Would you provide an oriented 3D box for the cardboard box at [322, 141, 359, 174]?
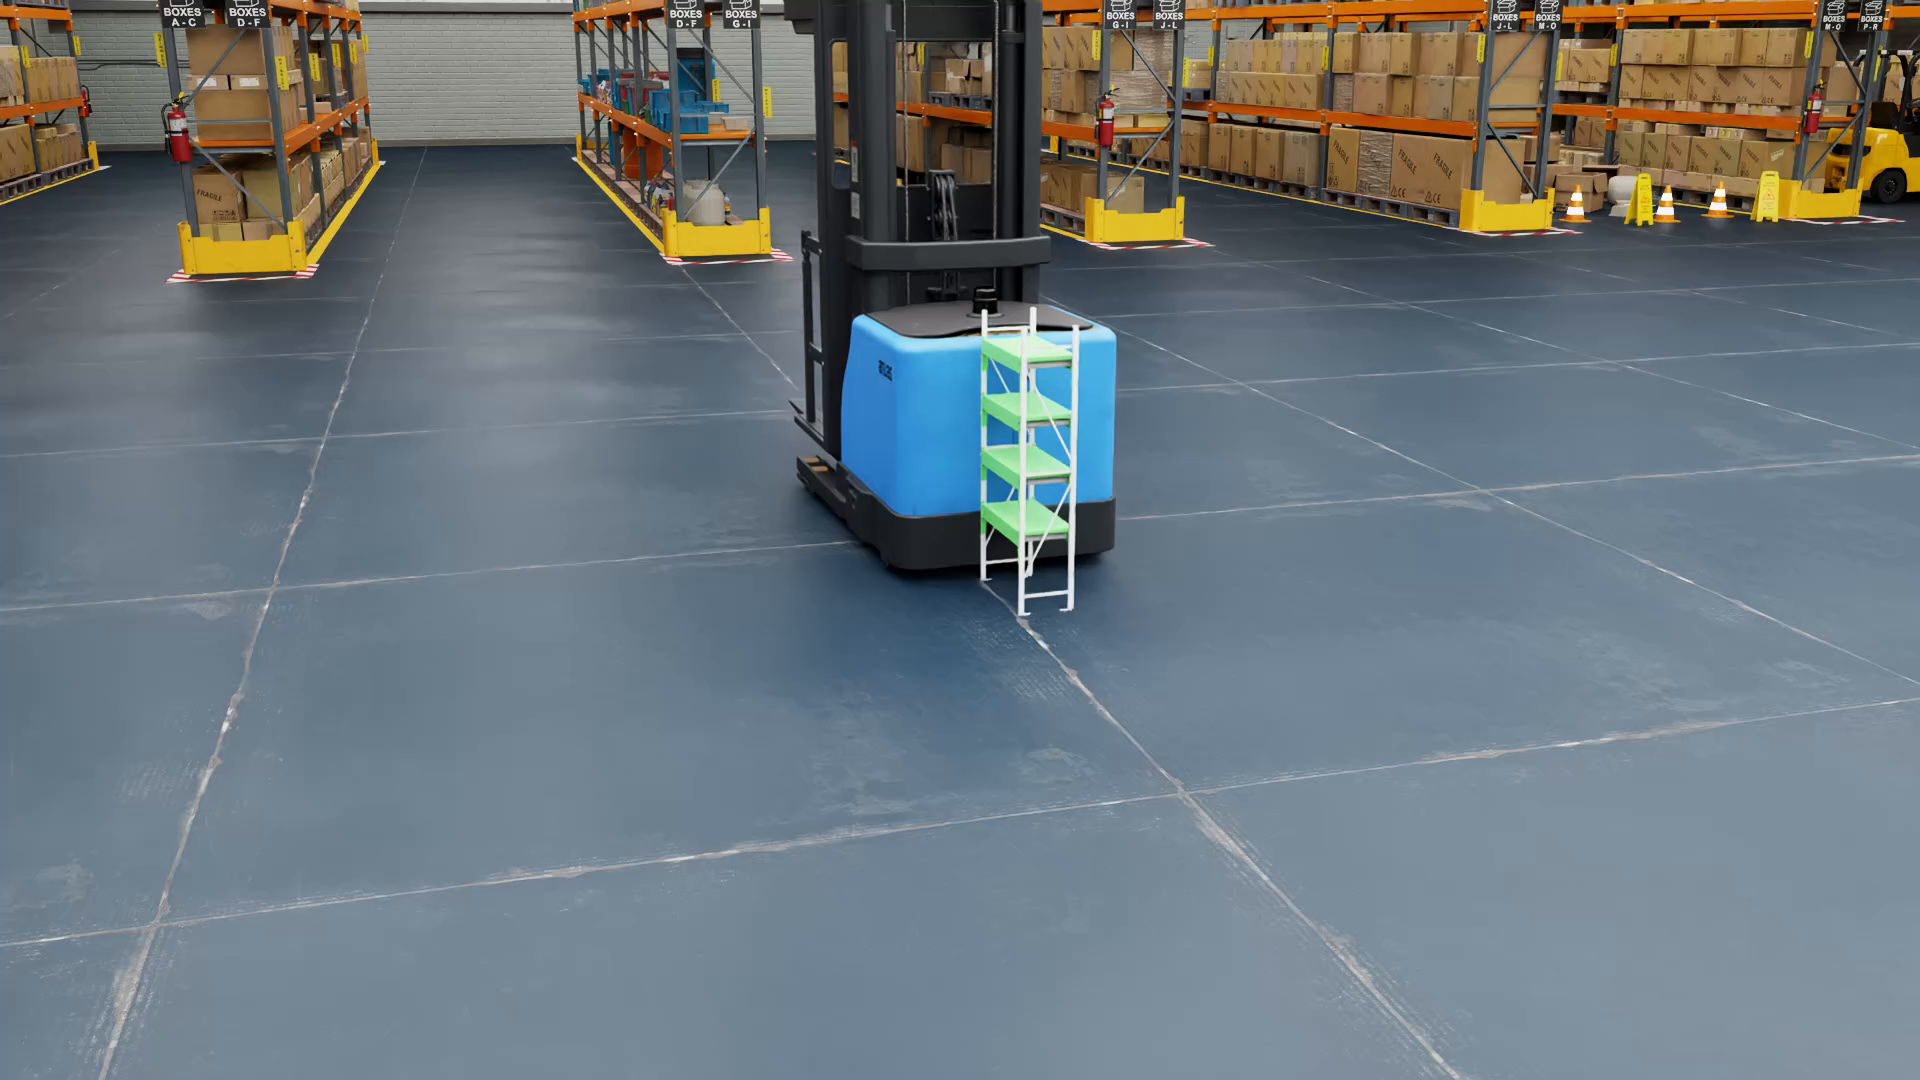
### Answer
[{"bbox_3d":[-10.038,-6.187,26.916,0.500,0.500,0.500,-4,17,-15],"label":"cardboard box"}]

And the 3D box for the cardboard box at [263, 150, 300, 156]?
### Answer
[{"bbox_3d":[-9.754,-5.442,23.930,0.500,0.311,0.500,-4,17,-13],"label":"cardboard box"}]

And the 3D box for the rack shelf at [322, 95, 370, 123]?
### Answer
[{"bbox_3d":[-11.264,-7.772,29.863,1.077,0.370,4.000,-5,17,-15],"label":"rack shelf"}]

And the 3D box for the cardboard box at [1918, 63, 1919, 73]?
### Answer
[{"bbox_3d":[15.316,-7.418,26.132,0.380,0.149,0.250,-5,17,-15],"label":"cardboard box"}]

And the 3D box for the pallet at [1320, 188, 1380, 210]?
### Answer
[{"bbox_3d":[5.941,-4.945,24.048,1.003,0.211,1.213,-5,17,-15],"label":"pallet"}]

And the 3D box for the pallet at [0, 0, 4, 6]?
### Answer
[{"bbox_3d":[-15.177,-8.266,25.376,0.805,0.209,1.217,-5,18,-17],"label":"pallet"}]

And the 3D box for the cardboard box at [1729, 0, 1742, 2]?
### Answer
[{"bbox_3d":[10.946,-7.559,23.126,0.380,0.149,0.250,-5,17,-17],"label":"cardboard box"}]

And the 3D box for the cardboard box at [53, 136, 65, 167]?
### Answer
[{"bbox_3d":[-15.857,-6.671,28.562,0.700,0.500,0.500,-4,17,-14],"label":"cardboard box"}]

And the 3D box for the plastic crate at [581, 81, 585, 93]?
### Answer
[{"bbox_3d":[-6.937,-8.551,31.391,0.416,0.233,0.300,-5,17,-15],"label":"plastic crate"}]

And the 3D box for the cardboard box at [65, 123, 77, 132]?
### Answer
[{"bbox_3d":[-16.077,-7.385,29.812,0.380,0.149,0.250,-5,17,-16],"label":"cardboard box"}]

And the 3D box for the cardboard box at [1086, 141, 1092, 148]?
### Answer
[{"bbox_3d":[2.783,-8.055,33.780,0.380,0.149,0.250,-5,17,-15],"label":"cardboard box"}]

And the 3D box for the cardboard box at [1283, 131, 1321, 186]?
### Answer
[{"bbox_3d":[5.550,-5.785,25.179,1.050,0.750,0.750,-5,17,-16],"label":"cardboard box"}]

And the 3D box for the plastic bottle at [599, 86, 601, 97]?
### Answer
[{"bbox_3d":[-6.084,-7.599,28.259,0.097,0.271,0.097,0,17,0],"label":"plastic bottle"}]

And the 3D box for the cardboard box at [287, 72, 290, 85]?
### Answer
[{"bbox_3d":[-7.812,-5.226,18.836,0.380,0.149,0.250,-4,17,-13],"label":"cardboard box"}]

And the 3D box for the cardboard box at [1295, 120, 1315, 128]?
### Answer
[{"bbox_3d":[7.778,-8.783,35.700,0.875,0.438,0.875,-4,17,-14],"label":"cardboard box"}]

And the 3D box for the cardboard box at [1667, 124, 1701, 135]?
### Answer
[{"bbox_3d":[10.637,-6.030,24.432,0.380,0.149,0.250,-4,17,-12],"label":"cardboard box"}]

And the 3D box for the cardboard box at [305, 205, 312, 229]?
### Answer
[{"bbox_3d":[-7.761,-3.710,19.137,0.500,0.250,0.500,-5,17,-15],"label":"cardboard box"}]

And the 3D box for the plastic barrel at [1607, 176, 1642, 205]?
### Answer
[{"bbox_3d":[9.614,-5.028,23.954,0.512,0.421,0.421,7,18,23],"label":"plastic barrel"}]

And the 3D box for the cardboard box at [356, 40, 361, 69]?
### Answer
[{"bbox_3d":[-10.999,-8.671,29.692,0.500,0.500,0.500,-4,17,-14],"label":"cardboard box"}]

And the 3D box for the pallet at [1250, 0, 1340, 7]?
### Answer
[{"bbox_3d":[5.246,-8.467,26.039,1.003,0.211,1.213,-4,17,-13],"label":"pallet"}]

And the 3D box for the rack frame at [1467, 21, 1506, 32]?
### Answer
[{"bbox_3d":[12.012,-10.629,38.124,1.000,3.000,0.127,-5,17,-15],"label":"rack frame"}]

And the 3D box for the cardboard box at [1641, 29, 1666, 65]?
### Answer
[{"bbox_3d":[10.570,-7.304,24.624,0.700,0.500,0.500,-5,17,-15],"label":"cardboard box"}]

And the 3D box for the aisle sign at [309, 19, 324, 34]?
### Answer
[{"bbox_3d":[-12.115,-9.911,31.213,0.394,0.787,0.004,-5,17,-15],"label":"aisle sign"}]

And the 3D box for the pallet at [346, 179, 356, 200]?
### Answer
[{"bbox_3d":[-9.784,-5.331,25.333,1.003,0.211,1.213,-5,17,-15],"label":"pallet"}]

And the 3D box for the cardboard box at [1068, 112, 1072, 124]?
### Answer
[{"bbox_3d":[1.563,-5.246,20.638,0.380,0.149,0.250,-5,17,-15],"label":"cardboard box"}]

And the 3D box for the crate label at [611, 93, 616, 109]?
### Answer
[{"bbox_3d":[-5.096,-6.621,25.072,0.303,0.233,0.416,-5,17,-15],"label":"crate label"}]

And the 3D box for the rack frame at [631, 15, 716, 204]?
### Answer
[{"bbox_3d":[-3.752,-5.741,21.852,1.000,3.000,0.127,-5,17,-15],"label":"rack frame"}]

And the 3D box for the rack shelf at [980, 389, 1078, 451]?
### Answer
[{"bbox_3d":[0.282,-0.505,6.936,0.258,0.148,0.480,-5,18,-17],"label":"rack shelf"}]

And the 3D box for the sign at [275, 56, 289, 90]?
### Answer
[{"bbox_3d":[-6.881,-4.739,16.872,0.100,0.325,0.005,-5,17,-15],"label":"sign"}]

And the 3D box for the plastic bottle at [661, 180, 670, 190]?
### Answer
[{"bbox_3d":[-3.791,-4.439,21.355,0.144,0.351,0.185,-5,17,-15],"label":"plastic bottle"}]

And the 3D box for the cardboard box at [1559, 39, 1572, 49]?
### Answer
[{"bbox_3d":[9.895,-7.992,26.796,0.380,0.149,0.250,-5,18,-18],"label":"cardboard box"}]

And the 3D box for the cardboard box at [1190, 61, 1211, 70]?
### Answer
[{"bbox_3d":[4.132,-8.069,28.272,0.380,0.149,0.250,-5,18,-17],"label":"cardboard box"}]

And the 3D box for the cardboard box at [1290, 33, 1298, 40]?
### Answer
[{"bbox_3d":[7.263,-10.734,35.433,0.380,0.149,0.250,-5,18,-17],"label":"cardboard box"}]

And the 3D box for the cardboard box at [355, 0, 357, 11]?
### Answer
[{"bbox_3d":[-11.292,-9.774,30.325,0.500,0.250,0.500,-5,17,-15],"label":"cardboard box"}]

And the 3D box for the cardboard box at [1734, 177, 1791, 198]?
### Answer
[{"bbox_3d":[11.150,-4.903,23.111,0.500,0.250,0.500,-5,17,-16],"label":"cardboard box"}]

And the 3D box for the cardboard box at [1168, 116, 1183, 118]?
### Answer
[{"bbox_3d":[3.842,-7.559,30.215,0.500,0.250,0.500,-4,17,-13],"label":"cardboard box"}]

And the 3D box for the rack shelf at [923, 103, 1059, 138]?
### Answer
[{"bbox_3d":[0.460,-6.342,25.100,1.077,0.370,4.000,-5,17,-15],"label":"rack shelf"}]

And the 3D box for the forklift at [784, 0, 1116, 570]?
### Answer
[{"bbox_3d":[-0.234,-1.656,8.369,1.130,2.935,3.031,-5,18,-17],"label":"forklift"}]

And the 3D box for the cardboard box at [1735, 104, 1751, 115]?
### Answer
[{"bbox_3d":[11.003,-5.979,23.079,0.380,0.149,0.250,-4,17,-14],"label":"cardboard box"}]

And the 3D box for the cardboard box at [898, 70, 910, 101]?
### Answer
[{"bbox_3d":[-0.740,-7.686,28.151,0.500,0.500,0.500,-5,18,-17],"label":"cardboard box"}]

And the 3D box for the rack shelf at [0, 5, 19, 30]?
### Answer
[{"bbox_3d":[-14.927,-7.710,24.441,1.077,0.370,4.000,-5,17,-15],"label":"rack shelf"}]

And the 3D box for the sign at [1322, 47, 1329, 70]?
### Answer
[{"bbox_3d":[5.288,-6.968,24.061,0.100,0.325,0.005,-5,17,-15],"label":"sign"}]

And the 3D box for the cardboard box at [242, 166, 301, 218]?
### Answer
[{"bbox_3d":[-7.489,-3.792,18.107,0.500,0.500,0.500,-5,17,-15],"label":"cardboard box"}]

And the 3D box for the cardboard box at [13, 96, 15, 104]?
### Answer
[{"bbox_3d":[-14.991,-6.846,25.931,0.380,0.149,0.250,-4,17,-14],"label":"cardboard box"}]

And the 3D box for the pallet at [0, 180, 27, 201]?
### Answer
[{"bbox_3d":[-14.853,-5.290,25.196,1.003,0.211,1.213,-5,17,-15],"label":"pallet"}]

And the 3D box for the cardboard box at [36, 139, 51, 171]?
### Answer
[{"bbox_3d":[-15.583,-6.390,27.626,0.700,0.500,0.500,-4,17,-15],"label":"cardboard box"}]

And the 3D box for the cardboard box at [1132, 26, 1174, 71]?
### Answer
[{"bbox_3d":[2.220,-5.869,19.849,0.500,0.500,0.500,-5,17,-15],"label":"cardboard box"}]

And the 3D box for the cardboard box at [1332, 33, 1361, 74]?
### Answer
[{"bbox_3d":[5.875,-6.981,23.842,0.875,0.550,0.550,-5,17,-15],"label":"cardboard box"}]

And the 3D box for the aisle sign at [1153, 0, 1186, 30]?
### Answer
[{"bbox_3d":[2.415,-6.278,19.120,0.394,0.787,0.004,-5,17,-15],"label":"aisle sign"}]

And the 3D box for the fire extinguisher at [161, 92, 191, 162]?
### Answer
[{"bbox_3d":[-7.831,-4.138,16.648,0.296,0.674,0.183,-5,17,-15],"label":"fire extinguisher"}]

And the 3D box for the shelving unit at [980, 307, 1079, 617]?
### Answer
[{"bbox_3d":[0.282,-0.336,6.986,0.258,1.200,0.503,-5,18,-17],"label":"shelving unit"}]

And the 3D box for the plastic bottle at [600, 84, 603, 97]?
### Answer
[{"bbox_3d":[-6.016,-7.518,27.967,0.061,0.283,0.133,-5,17,-15],"label":"plastic bottle"}]

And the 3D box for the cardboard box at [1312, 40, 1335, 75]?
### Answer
[{"bbox_3d":[5.665,-7.161,24.665,0.700,0.500,0.500,-5,17,-16],"label":"cardboard box"}]

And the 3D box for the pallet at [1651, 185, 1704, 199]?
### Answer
[{"bbox_3d":[10.757,-5.398,25.555,1.003,0.211,1.213,-5,17,-15],"label":"pallet"}]

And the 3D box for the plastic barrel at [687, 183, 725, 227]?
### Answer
[{"bbox_3d":[-2.907,-3.821,19.052,0.421,0.512,0.421,0,17,0],"label":"plastic barrel"}]

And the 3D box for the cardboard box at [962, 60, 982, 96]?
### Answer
[{"bbox_3d":[0.445,-6.856,24.652,0.797,0.503,0.637,-3,17,-10],"label":"cardboard box"}]

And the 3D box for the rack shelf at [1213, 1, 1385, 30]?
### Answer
[{"bbox_3d":[5.257,-8.142,25.881,1.077,0.370,4.000,-5,17,-15],"label":"rack shelf"}]

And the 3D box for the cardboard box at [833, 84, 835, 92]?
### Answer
[{"bbox_3d":[-2.365,-9.066,33.356,0.380,0.149,0.250,-5,17,-17],"label":"cardboard box"}]
